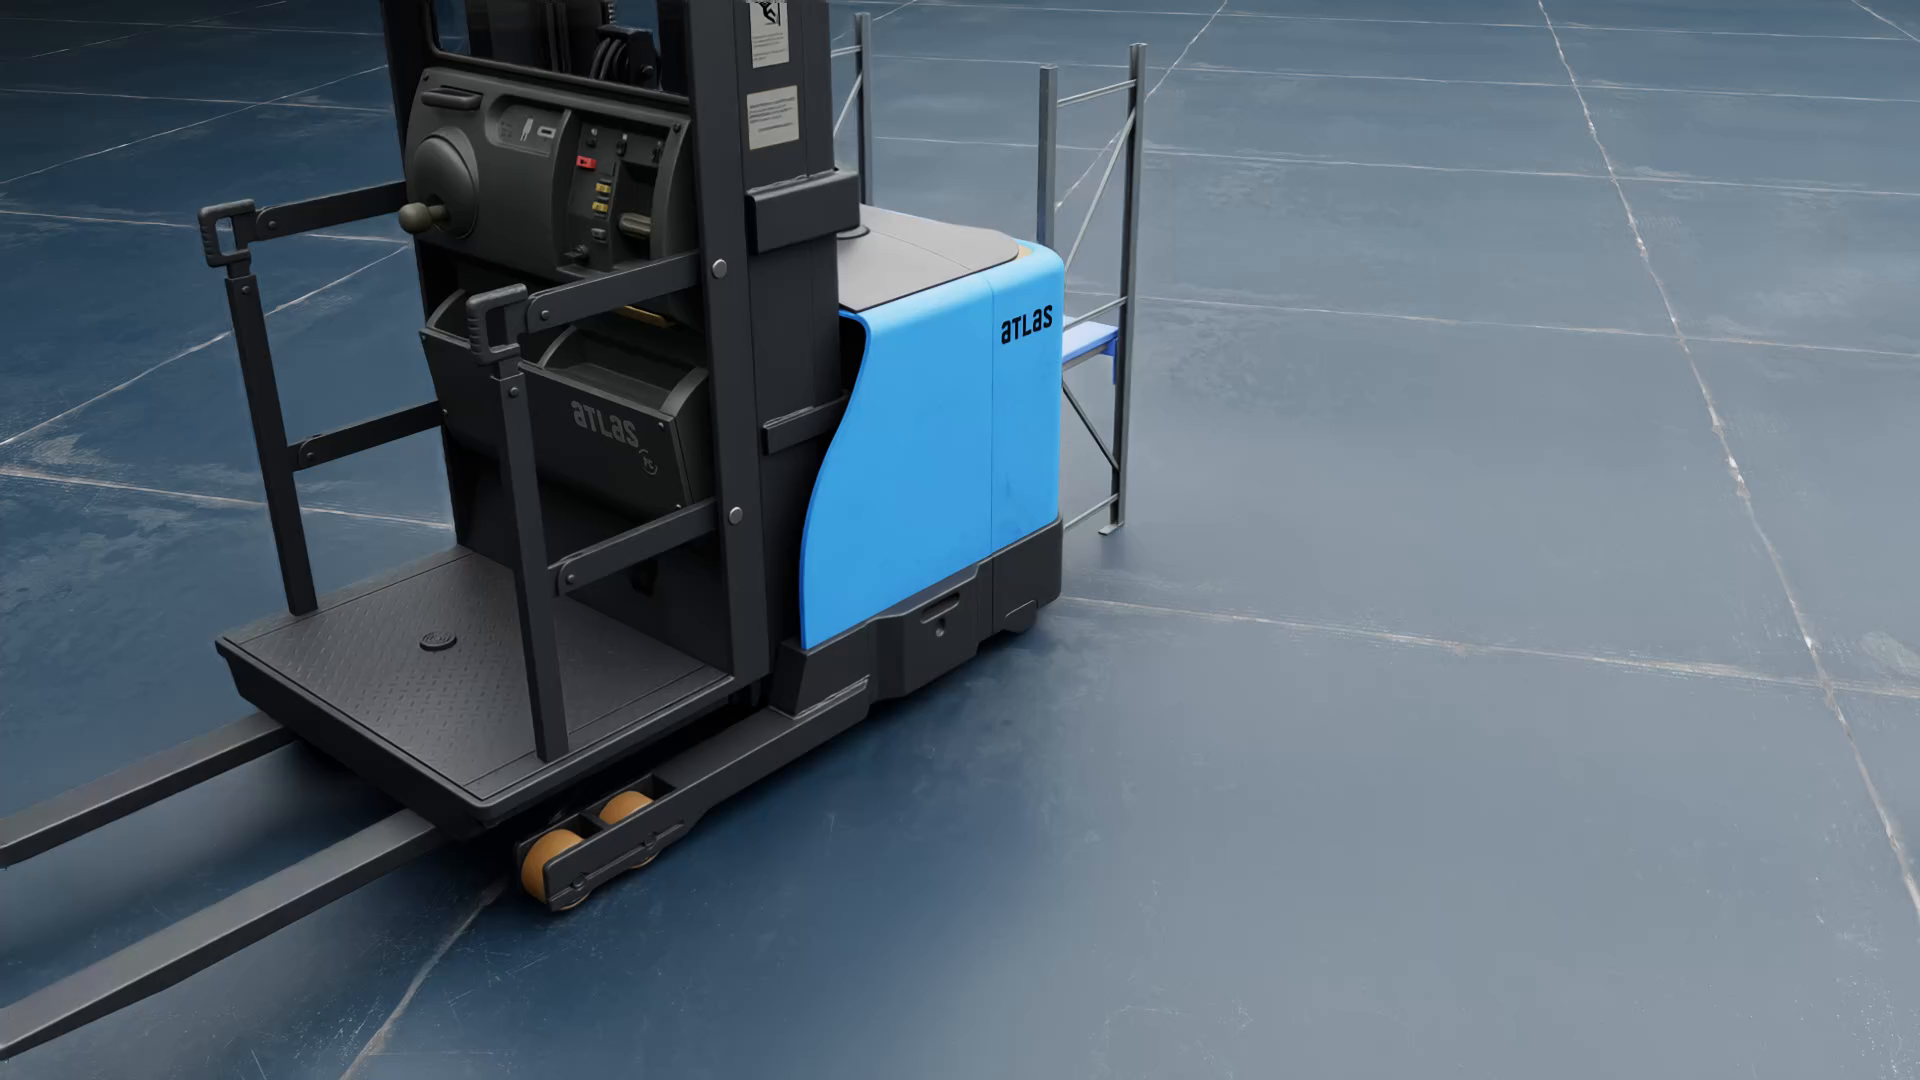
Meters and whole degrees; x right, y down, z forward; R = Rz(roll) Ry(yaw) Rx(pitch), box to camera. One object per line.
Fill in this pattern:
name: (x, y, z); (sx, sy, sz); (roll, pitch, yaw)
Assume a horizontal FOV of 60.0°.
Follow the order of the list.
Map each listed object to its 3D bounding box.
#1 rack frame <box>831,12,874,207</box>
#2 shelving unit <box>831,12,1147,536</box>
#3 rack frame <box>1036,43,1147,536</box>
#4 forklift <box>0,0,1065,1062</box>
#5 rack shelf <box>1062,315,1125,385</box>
rack frame: (-0.445, -0.908, 5.412); (0.032, 1.500, 0.500); (18, 31, 33)
shelving unit: (-0.038, -0.777, 5.138); (1.048, 1.500, 0.538); (18, 31, 33)
rack frame: (0.370, -0.647, 4.864); (0.032, 1.500, 0.500); (18, 31, 33)
forklift: (-1.051, -0.773, 3.465); (1.130, 2.935, 3.031); (20, 32, 36)
rack shelf: (-0.038, -0.615, 5.215); (1.000, 0.185, 0.538); (18, 31, 33)
